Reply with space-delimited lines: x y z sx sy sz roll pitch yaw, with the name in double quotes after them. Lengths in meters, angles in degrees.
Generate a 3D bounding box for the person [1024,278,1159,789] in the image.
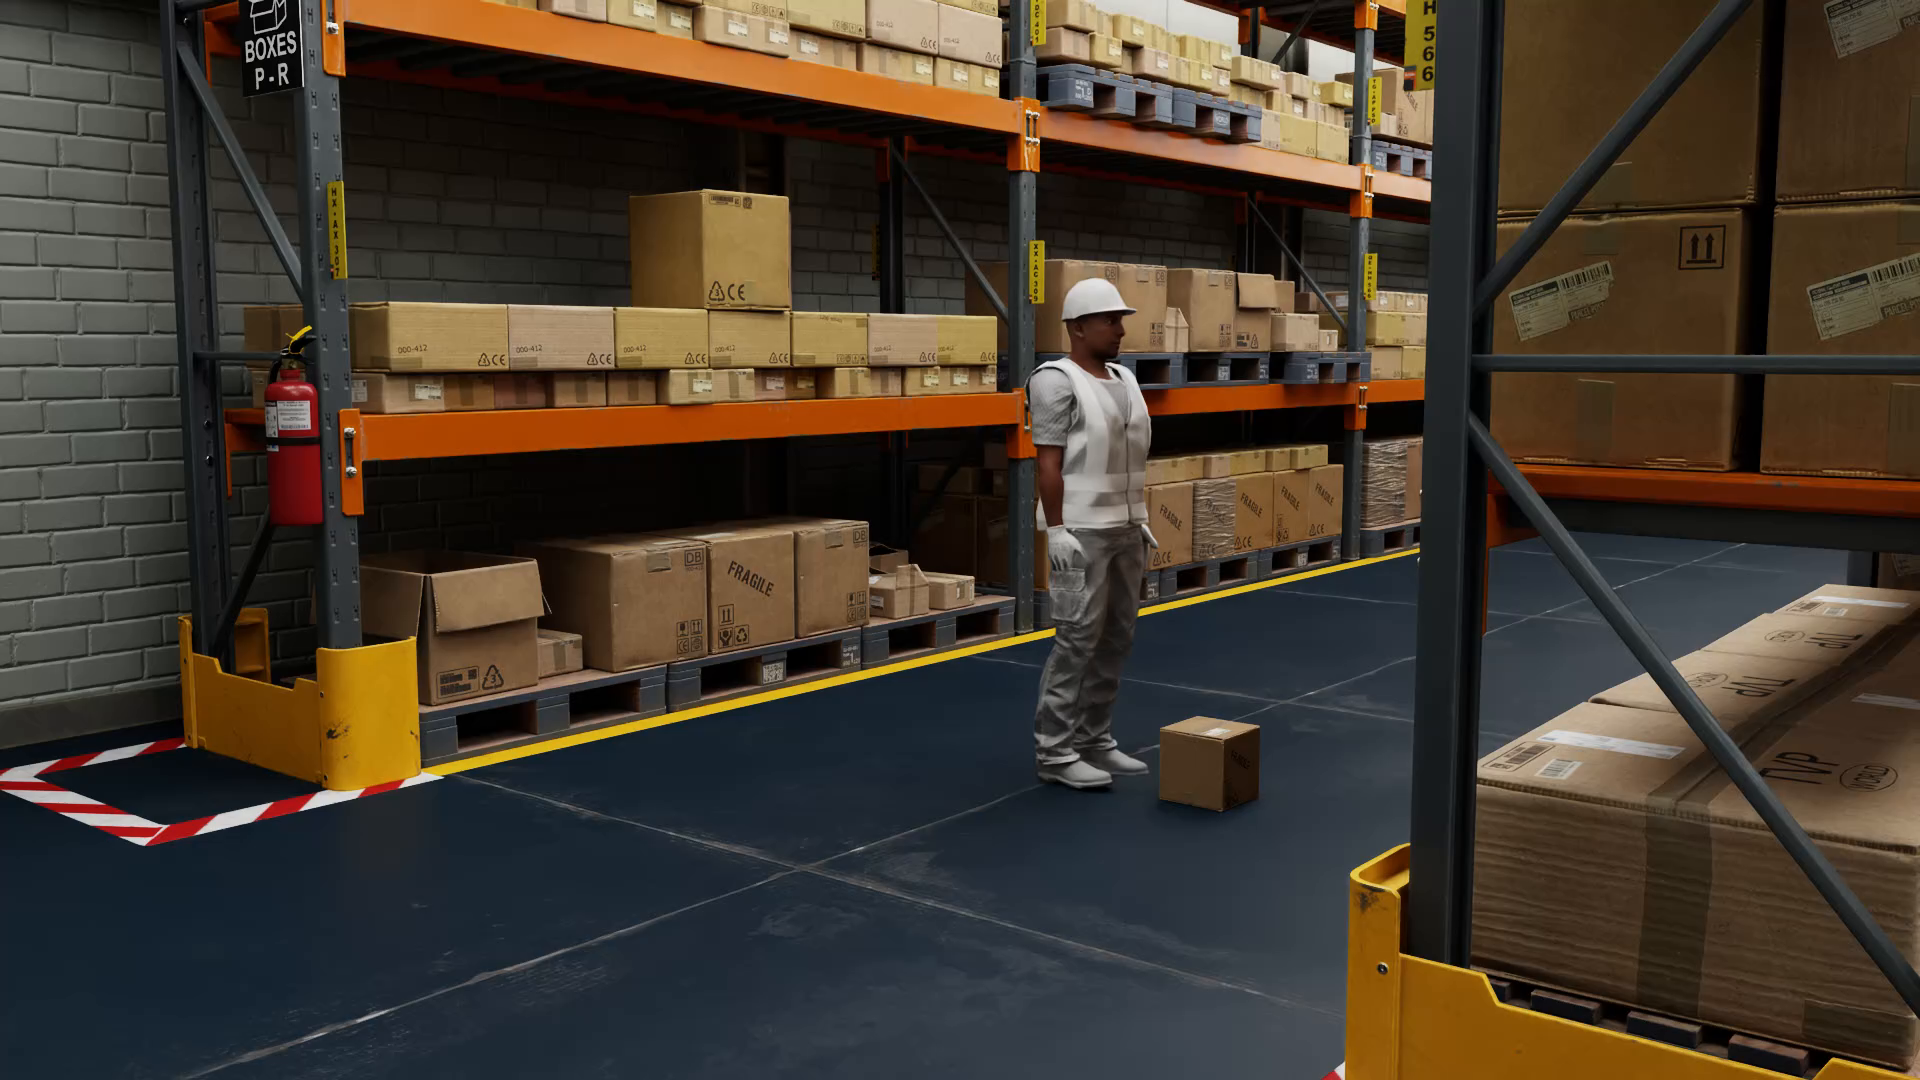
0.482 -0.026 5.921 0.361 1.790 0.545 6 9 40 "person"
